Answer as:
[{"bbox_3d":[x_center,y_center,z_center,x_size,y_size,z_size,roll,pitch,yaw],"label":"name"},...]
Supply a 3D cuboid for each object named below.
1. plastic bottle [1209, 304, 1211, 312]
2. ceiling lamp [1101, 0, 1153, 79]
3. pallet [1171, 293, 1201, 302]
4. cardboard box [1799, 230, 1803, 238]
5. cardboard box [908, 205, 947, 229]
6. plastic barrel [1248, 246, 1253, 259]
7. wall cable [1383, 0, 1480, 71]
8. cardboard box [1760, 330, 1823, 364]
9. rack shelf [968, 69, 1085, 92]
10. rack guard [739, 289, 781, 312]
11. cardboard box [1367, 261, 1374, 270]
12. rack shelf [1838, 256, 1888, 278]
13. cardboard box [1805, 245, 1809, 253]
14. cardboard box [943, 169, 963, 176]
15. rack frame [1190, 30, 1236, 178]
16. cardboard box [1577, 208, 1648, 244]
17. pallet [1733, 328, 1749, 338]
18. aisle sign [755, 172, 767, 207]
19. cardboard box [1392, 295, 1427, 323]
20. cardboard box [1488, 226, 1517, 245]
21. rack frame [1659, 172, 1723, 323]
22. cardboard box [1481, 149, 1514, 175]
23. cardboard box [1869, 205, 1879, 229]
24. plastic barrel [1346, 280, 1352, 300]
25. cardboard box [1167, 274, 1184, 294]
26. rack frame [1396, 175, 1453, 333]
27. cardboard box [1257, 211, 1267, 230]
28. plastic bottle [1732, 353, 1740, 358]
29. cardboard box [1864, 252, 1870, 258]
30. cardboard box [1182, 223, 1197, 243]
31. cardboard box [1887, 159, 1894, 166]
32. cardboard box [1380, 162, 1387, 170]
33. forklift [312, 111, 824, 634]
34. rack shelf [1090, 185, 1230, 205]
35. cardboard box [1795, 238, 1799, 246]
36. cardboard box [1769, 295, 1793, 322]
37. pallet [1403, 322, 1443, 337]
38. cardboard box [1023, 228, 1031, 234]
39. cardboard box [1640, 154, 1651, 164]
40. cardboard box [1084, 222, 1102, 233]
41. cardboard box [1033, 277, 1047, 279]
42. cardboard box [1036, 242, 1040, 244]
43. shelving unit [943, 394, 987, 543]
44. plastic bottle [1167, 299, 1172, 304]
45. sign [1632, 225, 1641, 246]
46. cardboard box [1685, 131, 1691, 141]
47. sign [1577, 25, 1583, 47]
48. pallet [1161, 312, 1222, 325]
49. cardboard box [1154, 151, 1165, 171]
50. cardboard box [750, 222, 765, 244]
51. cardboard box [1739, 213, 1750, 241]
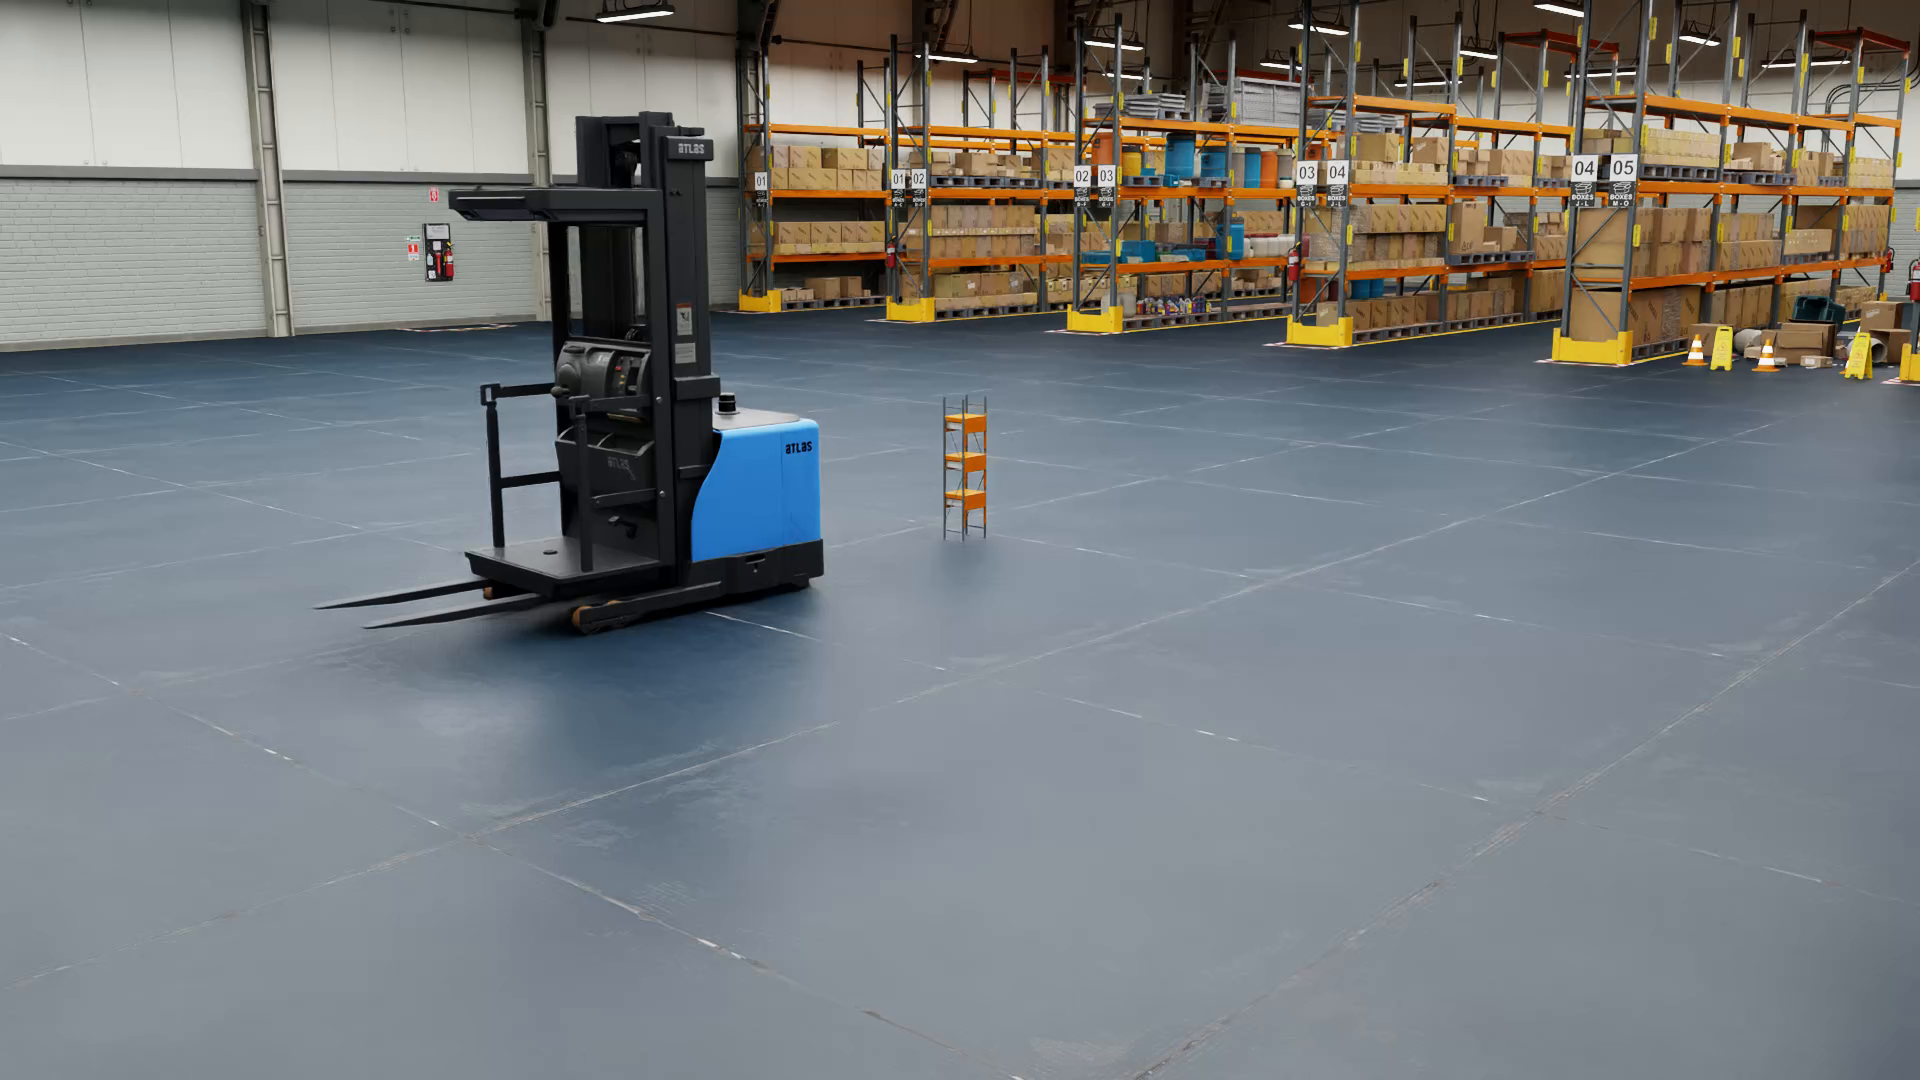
[{"bbox_3d":[5.293,-4.947,35.340,0.097,0.201,0.097,0,11,0],"label":"plastic bottle"},{"bbox_3d":[4.694,-13.973,44.294,0.800,3.185,2.000,10,15,40],"label":"ceiling lamp"},{"bbox_3d":[5.547,-6.342,43.427,1.003,0.211,1.213,10,15,40],"label":"pallet"},{"bbox_3d":[16.462,-6.061,32.946,0.380,0.149,0.250,11,16,43],"label":"cardboard box"},{"bbox_3d":[-0.708,-7.009,36.079,0.700,0.500,0.500,10,15,41],"label":"cardboard box"},{"bbox_3d":[6.287,-6.304,36.467,0.301,0.262,0.301,0,11,0],"label":"plastic barrel"},{"bbox_3d":[14.136,-15.405,49.788,3.097,2.526,0.112,10,15,40],"label":"wall cable"},{"bbox_3d":[13.080,-3.048,26.188,0.797,0.503,0.637,0,11,1],"label":"cardboard box"},{"bbox_3d":[1.817,-12.579,45.568,1.077,0.370,4.000,10,15,40],"label":"rack shelf"},{"bbox_3d":[-4.734,-5.675,39.346,1.175,0.500,0.348,10,15,40],"label":"rack guard"},{"bbox_3d":[7.250,-4.964,30.050,0.380,0.149,0.250,10,15,40],"label":"cardboard box"},{"bbox_3d":[19.279,-6.019,36.524,1.077,0.370,4.000,10,15,40],"label":"rack shelf"},{"bbox_3d":[16.811,-5.845,33.385,0.380,0.149,0.250,9,14,39],"label":"cardboard box"},{"bbox_3d":[-0.152,-8.022,36.269,0.380,0.149,0.250,10,15,40],"label":"cardboard box"},{"bbox_3d":[5.298,-9.139,34.991,1.000,3.000,0.127,10,15,40],"label":"rack frame"},{"bbox_3d":[10.311,-4.964,26.268,0.875,0.550,0.550,10,15,40],"label":"cardboard box"},{"bbox_3d":[13.935,-3.836,30.880,1.003,0.211,1.213,10,15,40],"label":"pallet"},{"bbox_3d":[-4.606,-8.115,38.543,0.394,0.787,0.004,10,15,40],"label":"aisle sign"},{"bbox_3d":[8.724,-4.483,32.307,0.500,0.500,0.500,9,15,39],"label":"cardboard box"},{"bbox_3d":[11.333,-6.315,34.844,0.500,0.500,0.500,8,14,33],"label":"cardboard box"},{"bbox_3d":[12.678,-4.900,29.087,1.000,3.000,0.127,10,15,40],"label":"rack frame"},{"bbox_3d":[10.863,-7.660,33.713,0.500,0.500,0.500,10,15,41],"label":"cardboard box"},{"bbox_3d":[19.813,-7.099,36.529,0.500,0.500,0.500,11,16,43],"label":"cardboard box"},{"bbox_3d":[9.300,-6.106,40.404,0.421,0.512,0.421,0,11,0],"label":"plastic barrel"},{"bbox_3d":[5.411,-6.597,42.841,0.500,0.500,0.500,10,15,40],"label":"cardboard box"},{"bbox_3d":[9.018,-5.556,32.372,1.000,3.000,0.127,10,15,40],"label":"rack frame"},{"bbox_3d":[8.063,-8.739,45.496,0.500,0.500,0.500,9,15,39],"label":"cardboard box"},{"bbox_3d":[12.558,-3.010,27.127,0.283,0.061,0.133,4,12,21],"label":"plastic bottle"},{"bbox_3d":[19.902,-6.312,36.796,0.380,0.149,0.250,9,14,38],"label":"cardboard box"},{"bbox_3d":[5.741,-8.002,43.288,0.700,0.500,0.500,6,13,26],"label":"cardboard box"},{"bbox_3d":[20.600,-8.417,37.124,0.380,0.149,0.250,10,15,40],"label":"cardboard box"},{"bbox_3d":[7.448,-6.716,29.886,0.380,0.149,0.250,10,15,40],"label":"cardboard box"},{"bbox_3d":[-2.282,-1.011,9.787,3.031,2.935,1.130,-11,16,-44],"label":"forklift"},{"bbox_3d":[3.978,-7.021,33.882,1.077,0.370,4.000,10,15,40],"label":"rack shelf"},{"bbox_3d":[16.305,-5.880,32.800,0.380,0.149,0.250,10,15,41],"label":"cardboard box"},{"bbox_3d":[15.977,-4.540,32.593,0.500,0.500,0.500,9,14,38],"label":"cardboard box"},{"bbox_3d":[8.602,-4.086,32.128,1.003,0.211,1.213,10,15,40],"label":"pallet"},{"bbox_3d":[1.396,-7.101,38.194,0.380,0.149,0.250,9,15,39],"label":"cardboard box"},{"bbox_3d":[10.504,-5.923,25.865,0.380,0.149,0.250,10,15,41],"label":"cardboard box"},{"bbox_3d":[3.507,-8.879,48.244,0.980,0.700,0.700,10,15,41],"label":"cardboard box"},{"bbox_3d":[1.970,-6.144,39.832,0.500,0.311,0.500,10,15,42],"label":"cardboard box"},{"bbox_3d":[2.071,-8.236,46.379,0.380,0.149,0.250,10,15,42],"label":"cardboard box"},{"bbox_3d":[0.035,-0.523,12.148,0.215,1.050,0.252,10,15,40],"label":"shelving unit"},{"bbox_3d":[4.448,-4.973,35.291,0.097,0.271,0.097,0,11,0],"label":"plastic bottle"},{"bbox_3d":[10.450,-4.702,25.684,0.100,0.325,0.005,10,15,40],"label":"sign"},{"bbox_3d":[11.673,-6.575,27.094,0.380,0.149,0.250,10,15,41],"label":"cardboard box"},{"bbox_3d":[9.639,-7.823,25.815,0.100,0.325,0.005,10,15,40],"label":"sign"},{"bbox_3d":[4.823,-4.736,35.384,1.003,0.211,1.213,10,15,40],"label":"pallet"},{"bbox_3d":[4.849,-9.575,42.025,0.500,0.500,0.500,10,15,40],"label":"cardboard box"},{"bbox_3d":[-4.633,-7.290,39.469,0.500,0.500,0.500,10,15,40],"label":"cardboard box"},{"bbox_3d":[14.007,-5.738,30.472,0.700,0.500,0.500,10,15,40],"label":"cardboard box"}]
